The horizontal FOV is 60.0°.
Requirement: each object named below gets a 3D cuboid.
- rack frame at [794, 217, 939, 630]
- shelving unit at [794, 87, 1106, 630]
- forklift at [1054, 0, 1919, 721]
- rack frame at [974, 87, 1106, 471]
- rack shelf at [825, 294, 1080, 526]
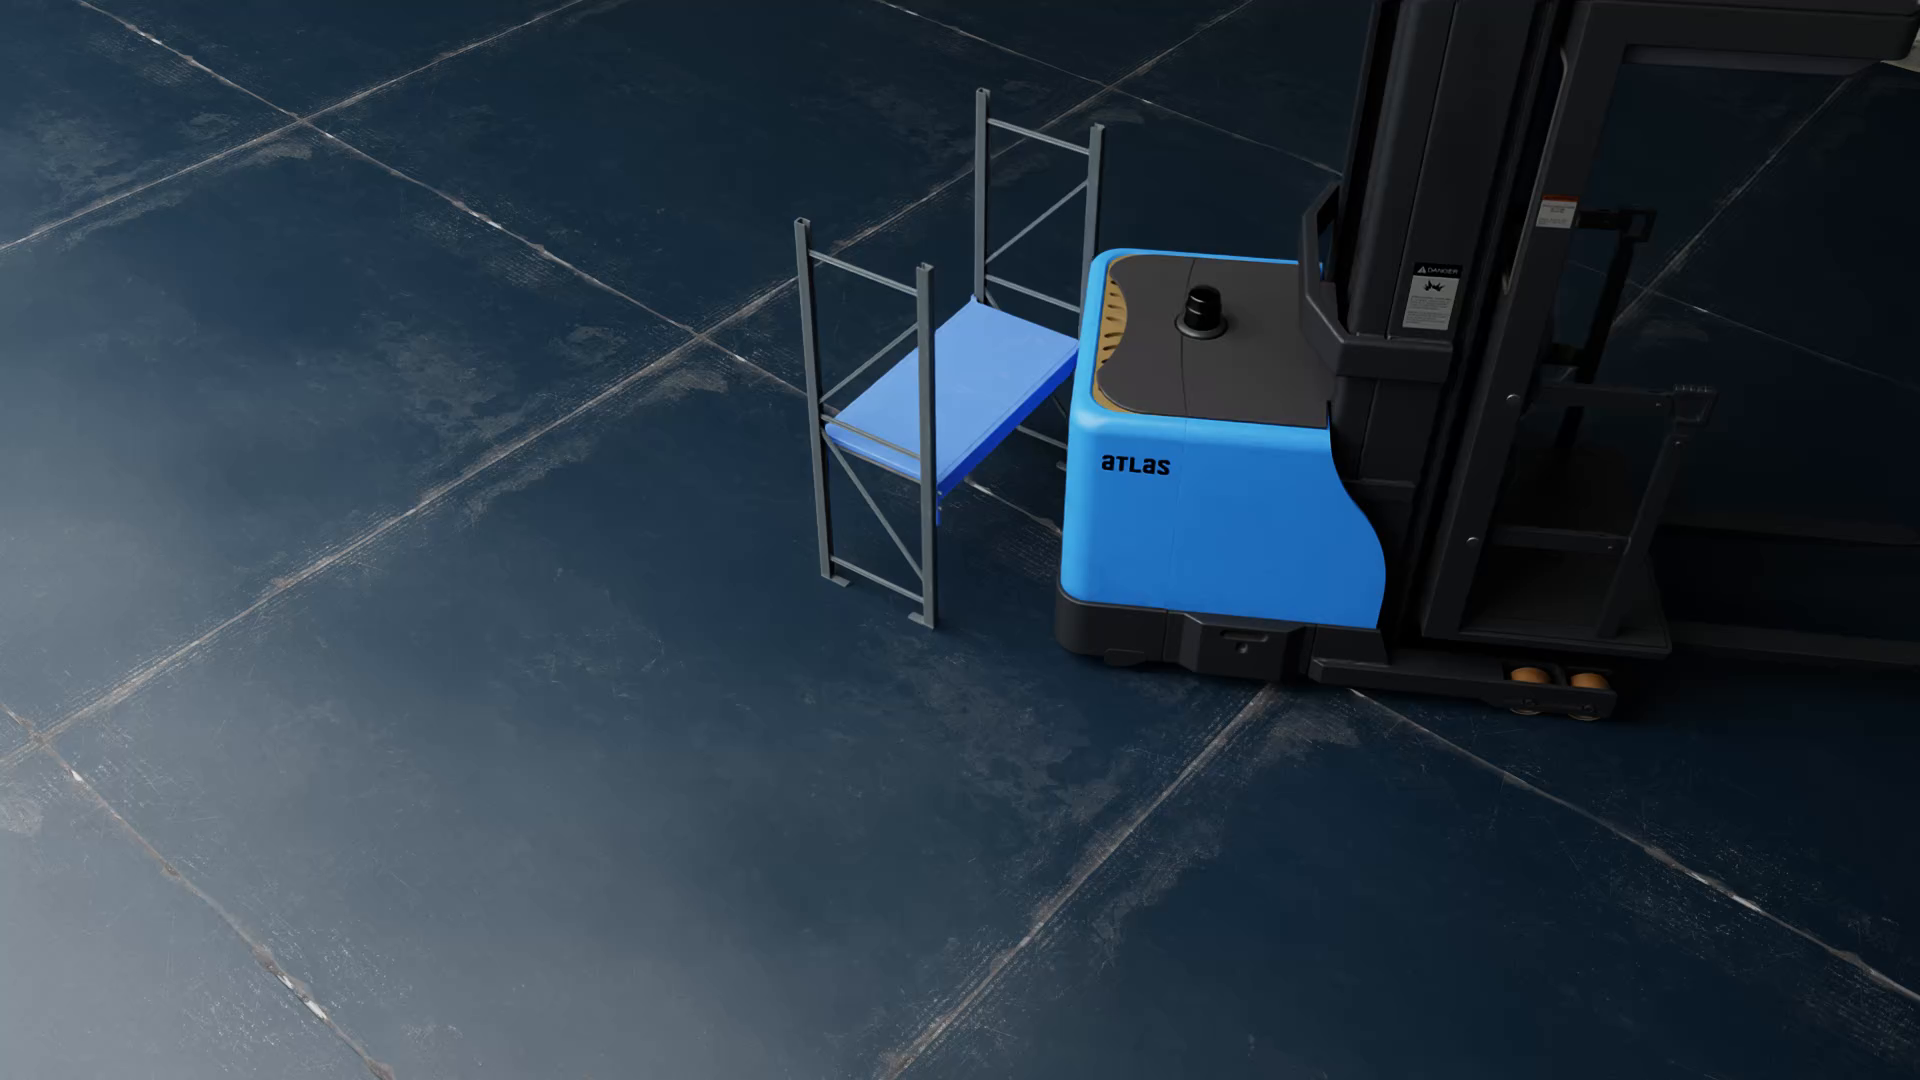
[{"bbox_3d":[-0.293,-0.337,5.506,0.500,1.500,0.032,24,48,24],"label":"rack frame"},{"bbox_3d":[-0.011,-0.621,5.819,0.538,1.500,1.048,24,48,24],"label":"shelving unit"},{"bbox_3d":[1.886,-0.862,5.019,3.031,2.935,1.130,5,43,6],"label":"forklift"},{"bbox_3d":[0.271,-0.906,6.132,0.500,1.500,0.032,24,48,24],"label":"rack frame"},{"bbox_3d":[-0.011,-0.488,5.940,0.538,0.185,1.000,24,48,24],"label":"rack shelf"}]
